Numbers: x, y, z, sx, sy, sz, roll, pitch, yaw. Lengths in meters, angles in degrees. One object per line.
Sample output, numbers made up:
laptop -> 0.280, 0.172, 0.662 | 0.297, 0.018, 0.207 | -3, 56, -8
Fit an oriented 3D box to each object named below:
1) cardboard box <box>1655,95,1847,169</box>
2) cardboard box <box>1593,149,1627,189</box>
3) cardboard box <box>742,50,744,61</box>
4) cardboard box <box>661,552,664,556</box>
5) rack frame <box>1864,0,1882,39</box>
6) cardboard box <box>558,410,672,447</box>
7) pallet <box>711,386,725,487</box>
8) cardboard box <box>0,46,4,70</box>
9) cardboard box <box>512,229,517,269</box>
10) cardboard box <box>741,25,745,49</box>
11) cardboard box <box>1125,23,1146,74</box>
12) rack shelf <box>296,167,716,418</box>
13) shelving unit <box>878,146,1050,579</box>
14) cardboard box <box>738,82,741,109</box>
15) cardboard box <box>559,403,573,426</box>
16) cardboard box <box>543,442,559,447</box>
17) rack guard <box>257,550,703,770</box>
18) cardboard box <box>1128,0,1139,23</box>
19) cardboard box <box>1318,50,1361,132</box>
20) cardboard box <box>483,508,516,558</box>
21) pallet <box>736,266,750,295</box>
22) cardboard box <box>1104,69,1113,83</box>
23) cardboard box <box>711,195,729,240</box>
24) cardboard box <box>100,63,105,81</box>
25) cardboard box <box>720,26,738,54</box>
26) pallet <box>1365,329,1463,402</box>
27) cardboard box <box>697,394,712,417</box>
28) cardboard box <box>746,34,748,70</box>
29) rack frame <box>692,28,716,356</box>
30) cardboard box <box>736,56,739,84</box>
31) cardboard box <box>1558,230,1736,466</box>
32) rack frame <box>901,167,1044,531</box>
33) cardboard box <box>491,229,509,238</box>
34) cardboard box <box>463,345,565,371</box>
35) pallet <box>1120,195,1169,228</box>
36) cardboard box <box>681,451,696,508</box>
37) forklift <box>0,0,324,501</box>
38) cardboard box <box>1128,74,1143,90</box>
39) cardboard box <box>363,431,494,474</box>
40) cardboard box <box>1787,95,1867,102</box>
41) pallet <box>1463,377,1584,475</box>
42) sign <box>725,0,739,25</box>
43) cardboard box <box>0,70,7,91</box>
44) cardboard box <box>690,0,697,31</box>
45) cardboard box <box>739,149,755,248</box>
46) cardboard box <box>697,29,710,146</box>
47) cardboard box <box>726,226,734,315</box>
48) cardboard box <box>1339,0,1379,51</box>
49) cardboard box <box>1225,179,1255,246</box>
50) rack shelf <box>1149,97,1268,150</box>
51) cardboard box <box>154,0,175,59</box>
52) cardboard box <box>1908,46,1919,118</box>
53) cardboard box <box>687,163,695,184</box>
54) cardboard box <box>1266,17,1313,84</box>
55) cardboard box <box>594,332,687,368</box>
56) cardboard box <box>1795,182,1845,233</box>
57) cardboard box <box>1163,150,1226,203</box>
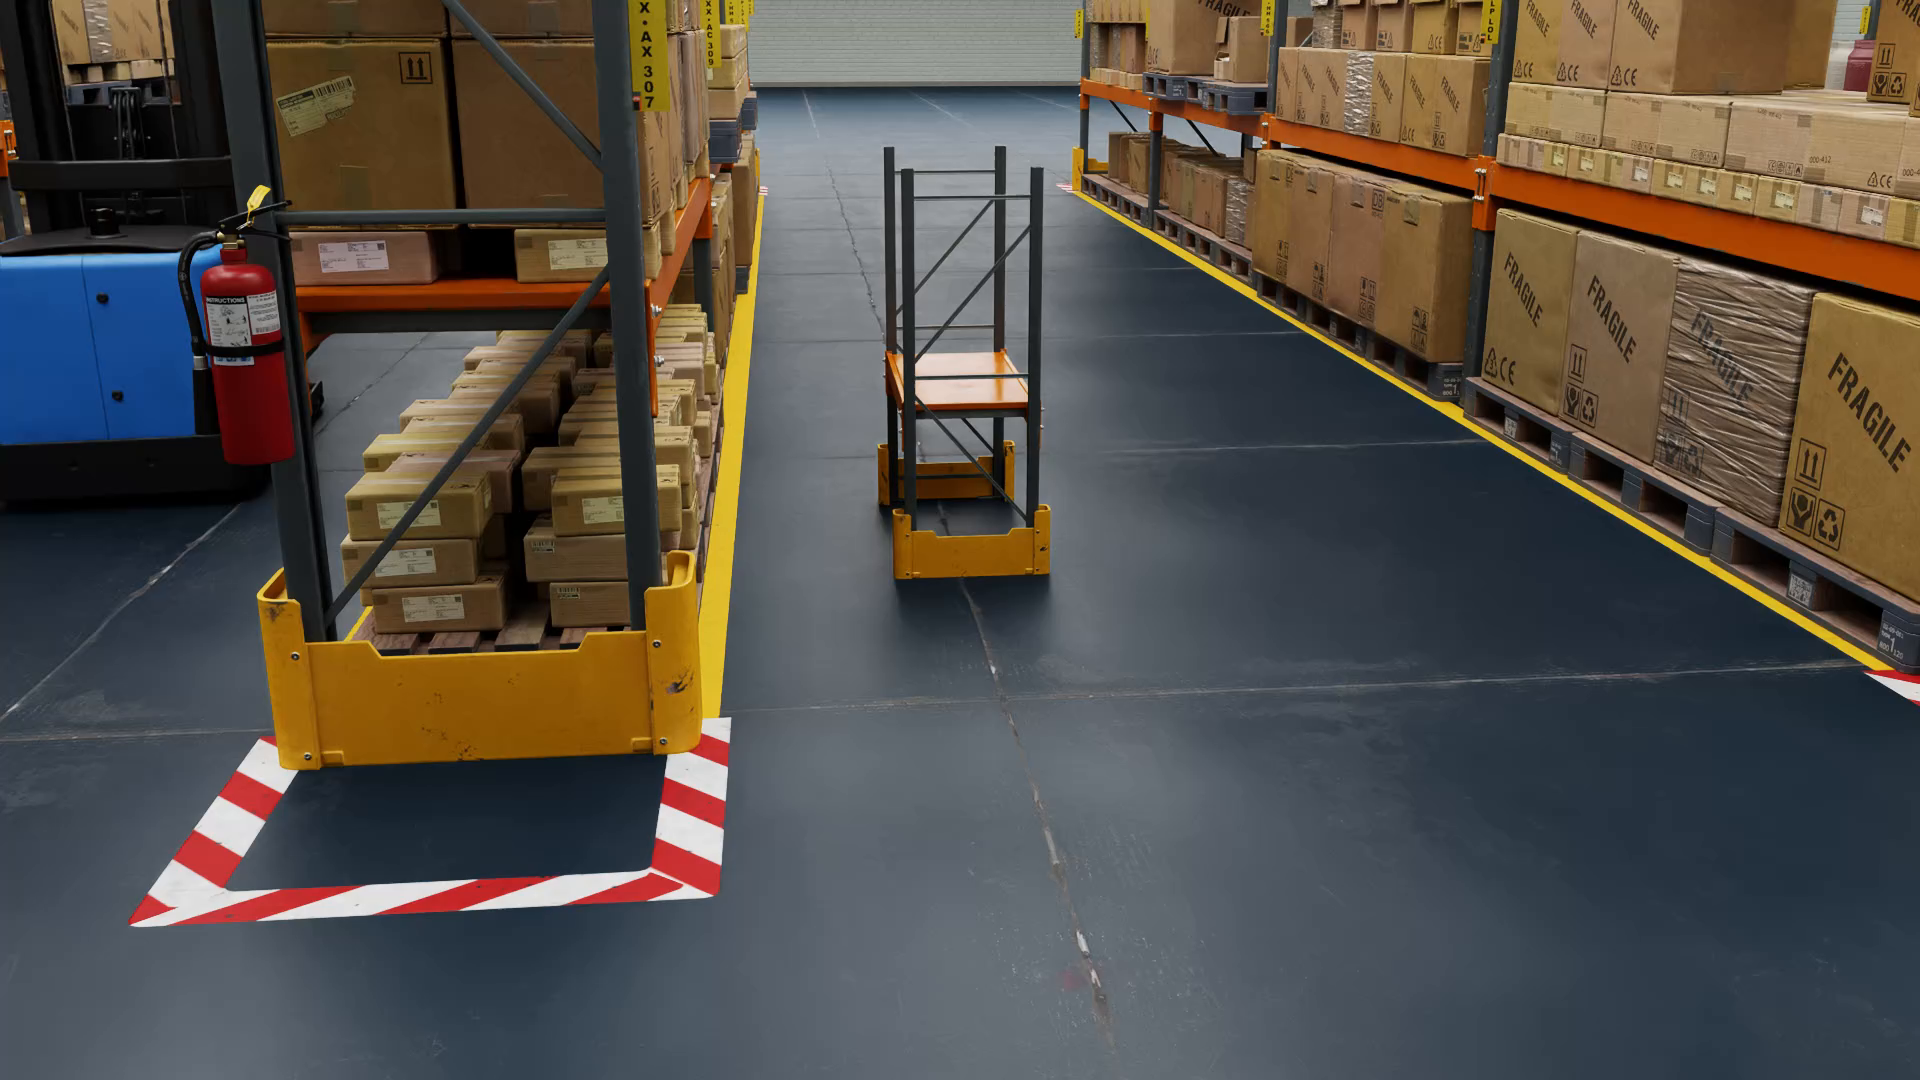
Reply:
cardboard box -> 3.129, -1.621, 6.588 | 0.500, 0.250, 0.500 | -2, 18, -6
cardboard box -> 3.003, -1.619, 7.246 | 0.380, 0.149, 0.250 | -2, 18, -6
cardboard box -> -1.552, -3.000, 10.447 | 0.380, 0.149, 0.250 | -2, 18, -6
cardboard box -> -1.215, 0.011, 5.694 | 0.380, 0.149, 0.250 | -2, 17, -5
rack frame -> 11.809, -6.029, 20.873 | 1.000, 3.000, 0.127 | -2, 18, -6
cardboard box -> -1.209, -0.353, 5.860 | 0.380, 0.149, 0.250 | -3, 18, -8
pallet -> -1.646, -0.496, 7.905 | 1.003, 0.211, 1.213 | -2, 18, -6
cardboard box -> -6.893, -3.566, 11.662 | 0.500, 0.500, 0.500 | -2, 18, -7
cardboard box -> -1.113, -0.895, 4.940 | 0.380, 0.149, 0.250 | -1, 17, -4
cardboard box -> -1.575, -3.217, 10.643 | 0.380, 0.149, 0.250 | -1, 17, -4
cardboard box -> 2.215, -5.154, 17.422 | 0.875, 0.500, 0.500 | -2, 18, -6
rack shelf -> -1.545, -1.087, 6.331 | 1.077, 0.370, 4.000 | -2, 18, -6
shelving unit -> -0.008, -0.738, 6.525 | 0.587, 1.500, 1.083 | -2, 18, -6
cardboard box -> -1.415, -2.470, 9.254 | 0.380, 0.149, 0.250 | -2, 18, -5
cardboard box -> -1.825, -0.583, 7.087 | 0.380, 0.149, 0.250 | -1, 17, -3
cardboard box -> -1.756, -0.286, 6.639 | 0.380, 0.149, 0.250 | -1, 17, -4
rack guard -> -1.346, 0.336, 4.772 | 1.175, 0.500, 0.348 | -2, 18, -6
cardboard box -> 1.995, -5.473, 16.771 | 0.500, 0.500, 0.500 | -2, 18, -6
cardboard box -> 2.672, -2.929, 10.832 | 0.500, 0.500, 0.500 | -2, 18, -7
cardboard box -> -1.650, -0.044, 5.371 | 0.380, 0.149, 0.250 | -2, 18, -7
pallet -> -2.170, -2.124, 13.091 | 1.003, 0.211, 1.213 | -2, 18, -6
cardboard box -> 1.830, -5.213, 18.694 | 0.380, 0.149, 0.250 | -2, 18, -6
cardboard box -> -1.670, -1.930, 10.037 | 0.500, 0.250, 0.500 | -1, 17, -4
cardboard box -> -7.146, -3.776, 13.414 | 0.380, 0.149, 0.250 | -2, 18, -8
cardboard box -> -1.393, -2.681, 8.934 | 0.380, 0.149, 0.250 | -2, 18, -5
pallet -> 3.039, -1.046, 9.656 | 1.003, 0.211, 1.213 | -2, 18, -6
cardboard box -> -1.336, -0.603, 7.648 | 0.380, 0.149, 0.250 | -2, 18, -7
cardboard box -> -2.827, -5.400, 18.619 | 0.875, 0.550, 0.550 | -2, 18, -6
rack frame -> -1.751, -2.026, 8.121 | 1.000, 3.000, 0.127 | -2, 18, -6
cardboard box -> -1.390, -2.534, 8.961 | 0.380, 0.149, 0.250 | -1, 17, -4
cardboard box -> 3.274, -0.868, 7.281 | 0.875, 0.875, 0.875 | -2, 18, -6
rack frame -> 0.044, -0.590, 6.051 | 0.500, 1.500, 0.032 | -2, 18, -6
cardboard box -> -1.730, -1.107, 5.614 | 0.380, 0.149, 0.250 | -3, 18, -8
cardboard box -> -1.882, -0.728, 7.052 | 0.380, 0.149, 0.250 | -1, 17, -4
pallet -> 2.264, -3.401, 17.157 | 1.003, 0.211, 1.213 | -2, 18, -6
cardboard box -> -1.141, -0.213, 5.911 | 0.380, 0.149, 0.250 | -1, 17, -4
forklift -> -3.873, -1.963, 8.036 | 1.130, 2.935, 3.031 | -4, 18, -11
cardboard box -> 1.934, -4.690, 17.026 | 0.380, 0.149, 0.250 | -2, 18, -6
cardboard box -> -1.767, -0.258, 5.555 | 0.380, 0.149, 0.250 | -2, 18, -7
cardboard box -> 3.657, -1.639, 6.642 | 0.500, 0.250, 0.500 | -2, 18, -7
pallet -> 3.194, -0.589, 8.202 | 1.003, 0.211, 1.213 | -2, 18, -6
sign -> -1.625, -3.752, 11.818 | 0.100, 0.325, 0.005 | -2, 18, -6
cardboard box -> -6.925, -3.217, 11.636 | 0.380, 0.149, 0.250 | -3, 18, -9
cardboard box -> -1.375, -2.407, 7.003 | 0.500, 0.500, 0.500 | -2, 18, -7
cardboard box -> -2.230, -2.789, 13.608 | 1.050, 0.750, 0.750 | -2, 17, -5
cardboard box -> -1.420, -2.080, 7.631 | 0.500, 0.500, 0.500 | -2, 18, -6
cardboard box -> -1.715, -1.725, 10.637 | 0.500, 0.500, 0.500 | -3, 18, -8
cardboard box -> 2.904, -3.454, 10.830 | 0.797, 0.503, 0.637 | -1, 17, -4
cardboard box -> 2.622, -2.722, 13.777 | 0.700, 0.500, 0.500 | -3, 18, -10
rack shelf -> 2.574, -3.593, 14.315 | 1.077, 0.370, 4.000 | -2, 18, -6
cardboard box -> -7.213, -4.486, 14.592 | 0.500, 0.500, 0.500 | -2, 18, -7
cardboard box -> 3.294, -1.522, 5.020 | 0.500, 0.500, 0.500 | -2, 17, -5
cardboard box -> -1.385, -1.673, 7.418 | 0.380, 0.149, 0.250 | -1, 17, -3
cardboard box -> 2.685, -3.748, 12.740 | 0.500, 0.500, 0.500 | -4, 18, -12
cardboard box -> -1.407, -0.823, 7.356 | 0.380, 0.149, 0.250 | -1, 17, -4
cardboard box -> 3.163, -1.160, 5.784 | 0.380, 0.149, 0.250 | -1, 17, -5
cardboard box -> 2.366, -3.660, 16.801 | 0.500, 0.500, 0.500 | -2, 18, -7
